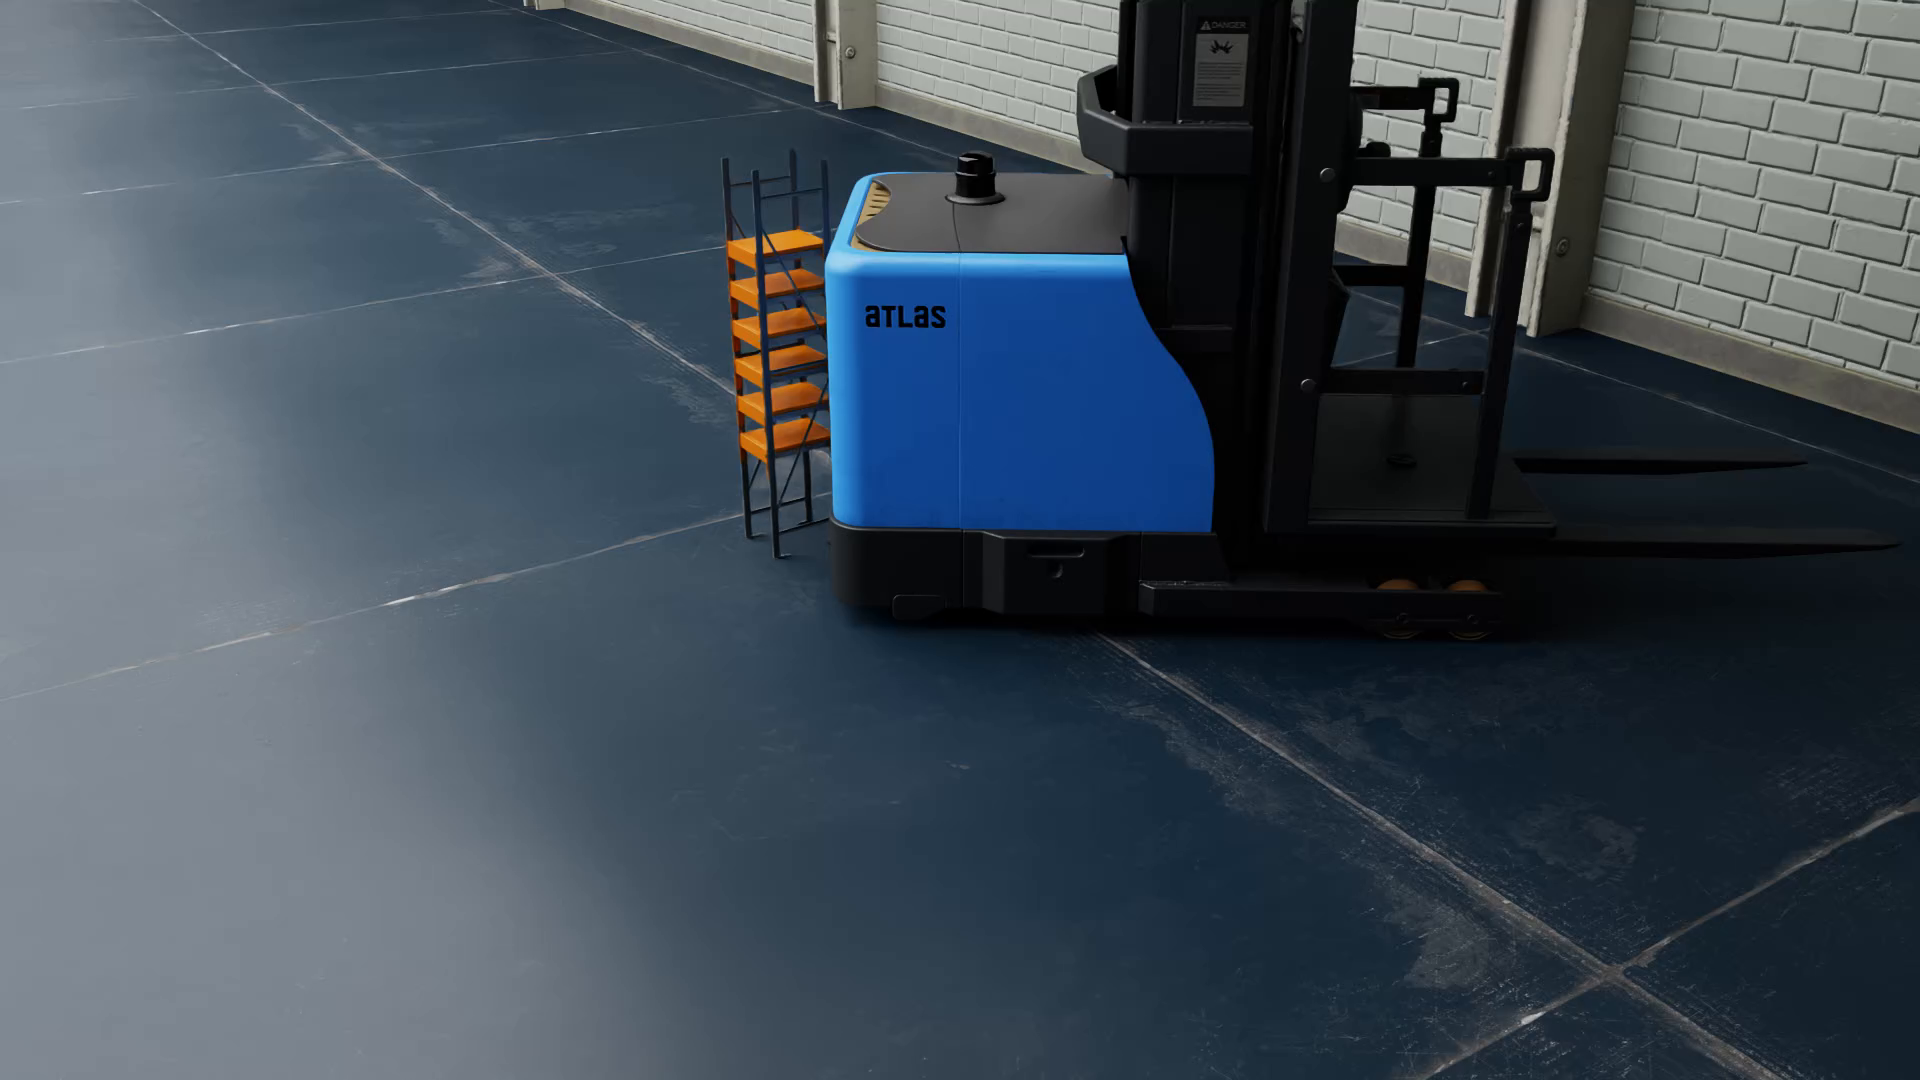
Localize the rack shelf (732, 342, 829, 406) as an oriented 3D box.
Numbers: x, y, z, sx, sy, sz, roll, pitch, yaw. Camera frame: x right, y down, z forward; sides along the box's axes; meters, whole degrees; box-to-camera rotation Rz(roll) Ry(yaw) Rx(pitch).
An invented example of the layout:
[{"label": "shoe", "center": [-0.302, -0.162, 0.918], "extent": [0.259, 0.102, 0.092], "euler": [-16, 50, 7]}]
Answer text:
[{"label": "rack shelf", "center": [-0.527, -0.503, 5.012], "extent": [0.258, 0.103, 0.180], "euler": [-17, 30, -31]}]

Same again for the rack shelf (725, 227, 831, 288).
[{"label": "rack shelf", "center": [-0.529, -0.828, 4.858], "extent": [0.258, 0.103, 0.180], "euler": [-17, 30, -31]}]

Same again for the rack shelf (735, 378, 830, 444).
[{"label": "rack shelf", "center": [-0.527, -0.394, 5.063], "extent": [0.258, 0.103, 0.180], "euler": [-17, 30, -31]}]

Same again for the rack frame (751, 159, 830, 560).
[{"label": "rack frame", "center": [-0.476, -0.511, 4.925], "extent": [0.240, 1.200, 0.006], "euler": [-17, 30, -31]}]

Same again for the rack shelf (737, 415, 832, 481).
[{"label": "rack shelf", "center": [-0.527, -0.286, 5.115], "extent": [0.258, 0.103, 0.180], "euler": [-17, 30, -31]}]

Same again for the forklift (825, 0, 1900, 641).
[{"label": "forklift", "center": [1.160, -1.276, 4.519], "extent": [3.031, 2.935, 1.130], "euler": [1, 25, 2]}]

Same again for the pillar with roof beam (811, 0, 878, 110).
[{"label": "pillar with roof beam", "center": [-4.413, -6.178, 7.796], "extent": [9.100, 9.000, 0.400], "euler": [-16, 29, -30]}]

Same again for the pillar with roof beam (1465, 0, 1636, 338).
[{"label": "pillar with roof beam", "center": [-1.138, -4.032, 3.250], "extent": [9.100, 9.000, 0.400], "euler": [-16, 29, -30]}]

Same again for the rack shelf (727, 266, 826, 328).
[{"label": "rack shelf", "center": [-0.528, -0.719, 4.909], "extent": [0.258, 0.103, 0.180], "euler": [-17, 30, -31]}]

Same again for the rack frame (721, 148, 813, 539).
[{"label": "rack frame", "center": [-0.579, -0.575, 5.061], "extent": [0.240, 1.200, 0.006], "euler": [-17, 30, -31]}]

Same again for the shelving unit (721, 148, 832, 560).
[{"label": "shelving unit", "center": [-0.528, -0.543, 4.993], "extent": [0.258, 1.200, 0.189], "euler": [-17, 30, -31]}]

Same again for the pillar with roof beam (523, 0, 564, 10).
[{"label": "pillar with roof beam", "center": [-7.689, -8.324, 12.342], "extent": [9.100, 9.000, 0.400], "euler": [-16, 29, -30]}]

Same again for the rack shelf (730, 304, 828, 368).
[{"label": "rack shelf", "center": [-0.528, -0.611, 4.961], "extent": [0.258, 0.103, 0.180], "euler": [-17, 30, -31]}]
